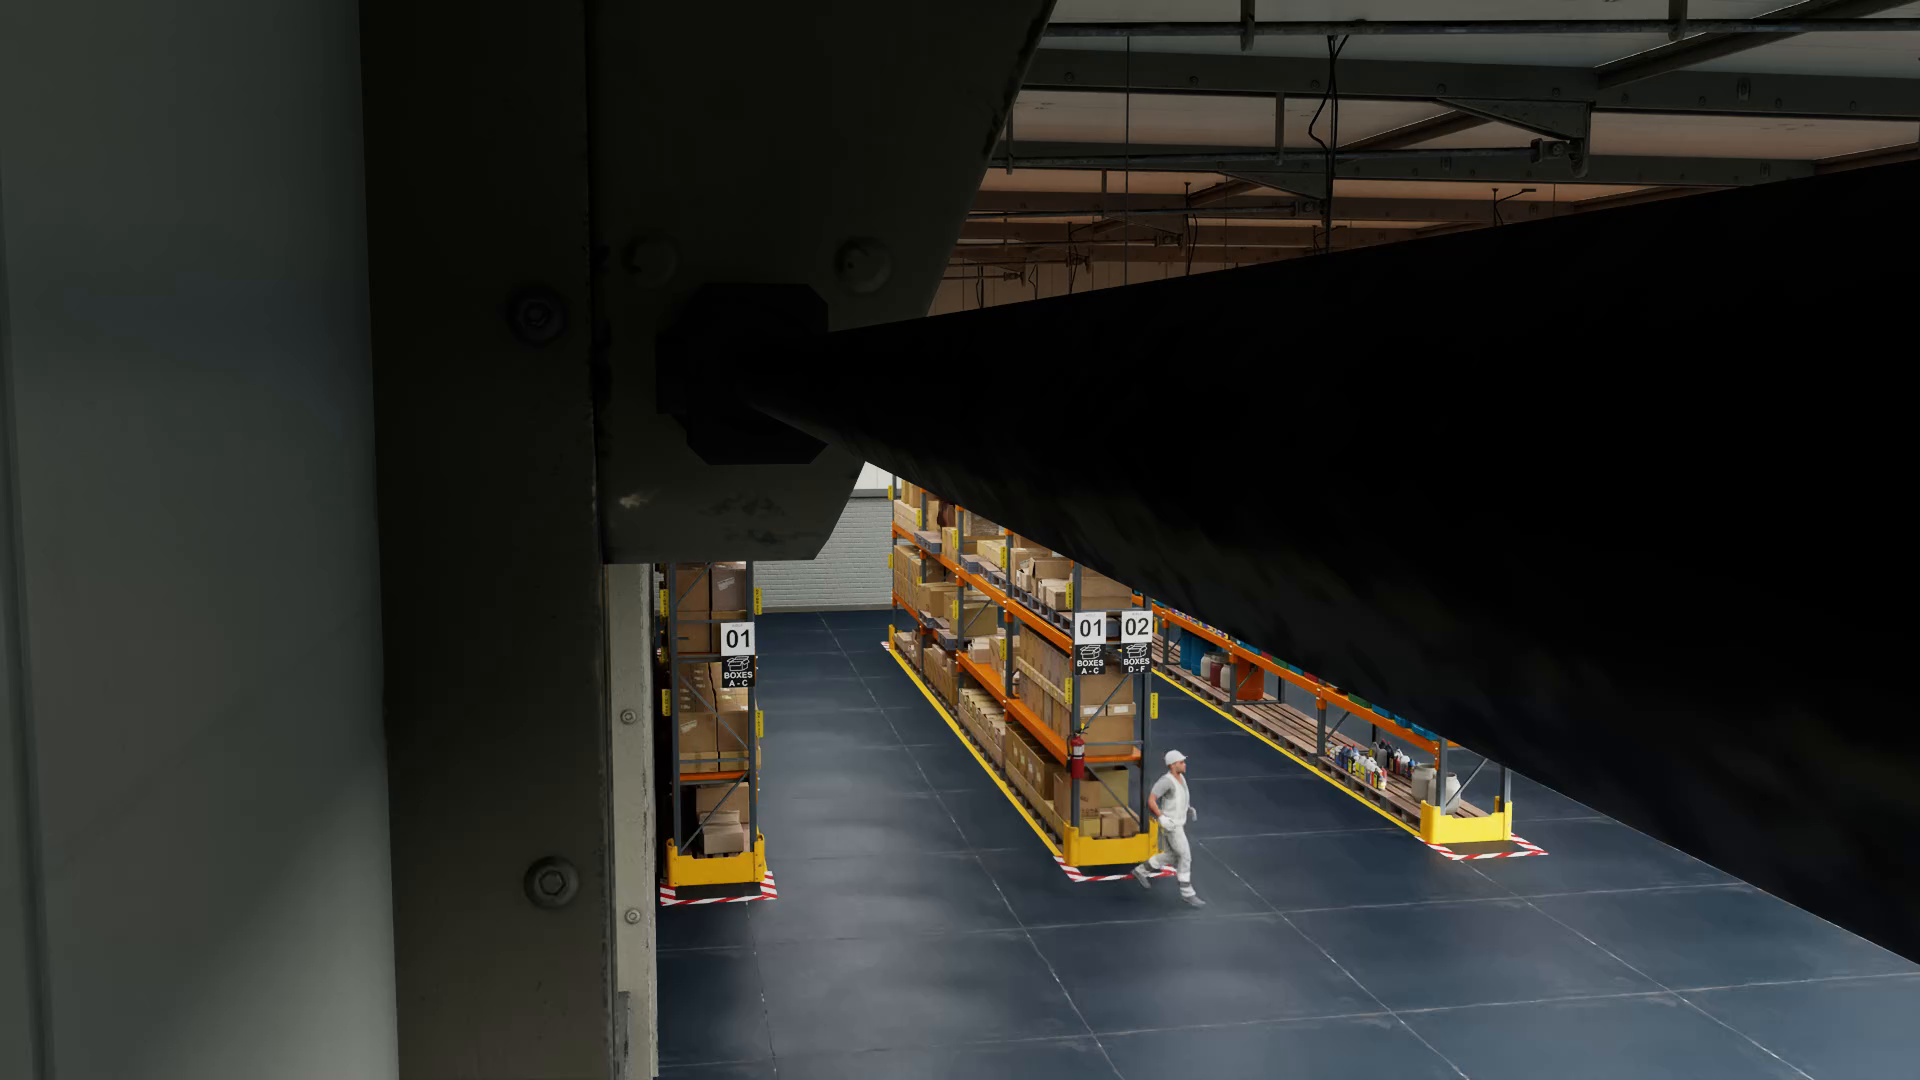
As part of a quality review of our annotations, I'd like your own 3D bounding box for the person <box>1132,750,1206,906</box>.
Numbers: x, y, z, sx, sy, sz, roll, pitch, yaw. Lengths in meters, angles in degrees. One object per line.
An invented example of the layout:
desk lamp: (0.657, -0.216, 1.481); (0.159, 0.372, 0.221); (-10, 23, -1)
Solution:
person: (2.462, 3.348, 19.513); (0.928, 1.796, 0.682); (3, 7, 22)
